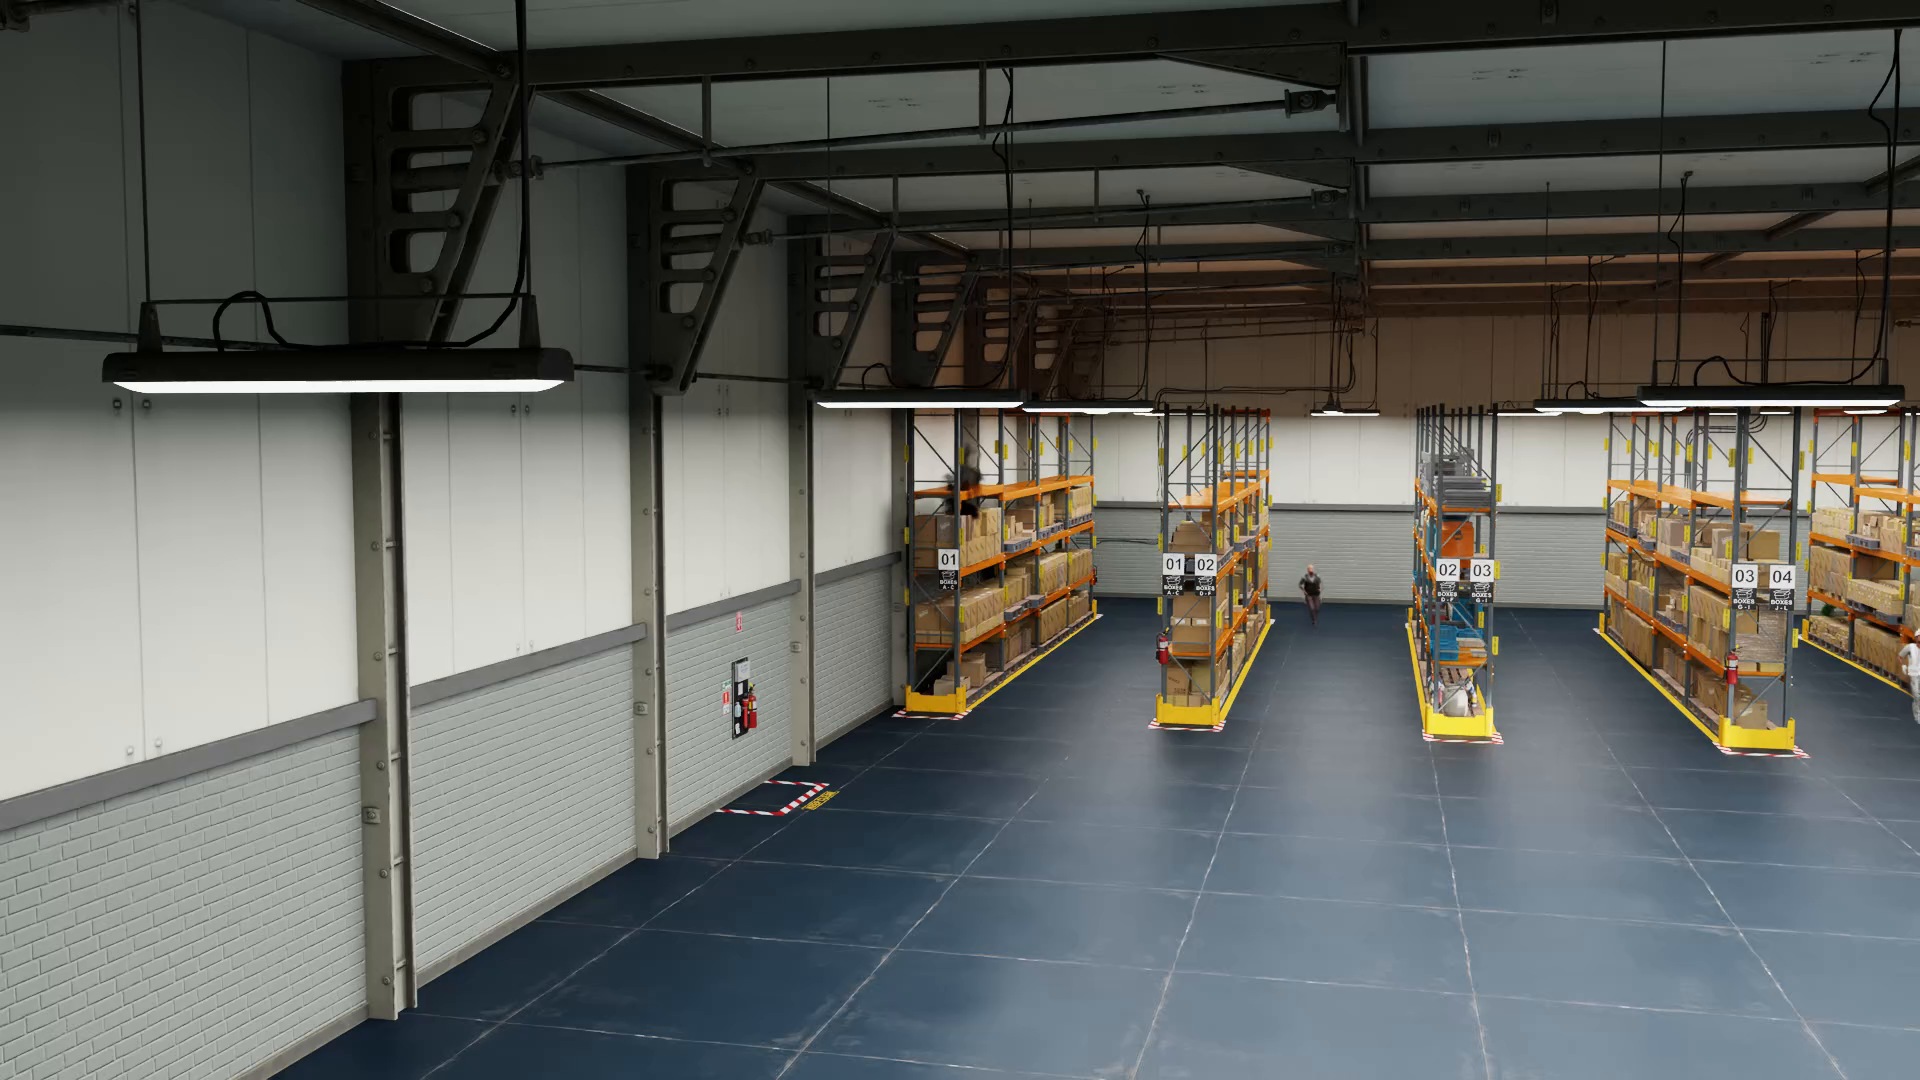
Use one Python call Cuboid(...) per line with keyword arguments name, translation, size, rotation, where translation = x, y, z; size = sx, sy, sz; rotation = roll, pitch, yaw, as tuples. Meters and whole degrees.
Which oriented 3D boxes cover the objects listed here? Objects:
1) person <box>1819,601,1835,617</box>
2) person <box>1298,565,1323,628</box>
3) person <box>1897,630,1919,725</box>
Cuboid(name="person", translation=(23.242, 1.656, 44.418), size=(0.742, 1.690, 0.575), rotation=(-4, 6, -42))
Cuboid(name="person", translation=(9.700, 1.545, 45.967), size=(0.676, 1.700, 0.740), rotation=(0, 4, -3))
Cuboid(name="person", translation=(18.069, 2.565, 31.319), size=(0.698, 1.757, 0.886), rotation=(1, 4, 12))
